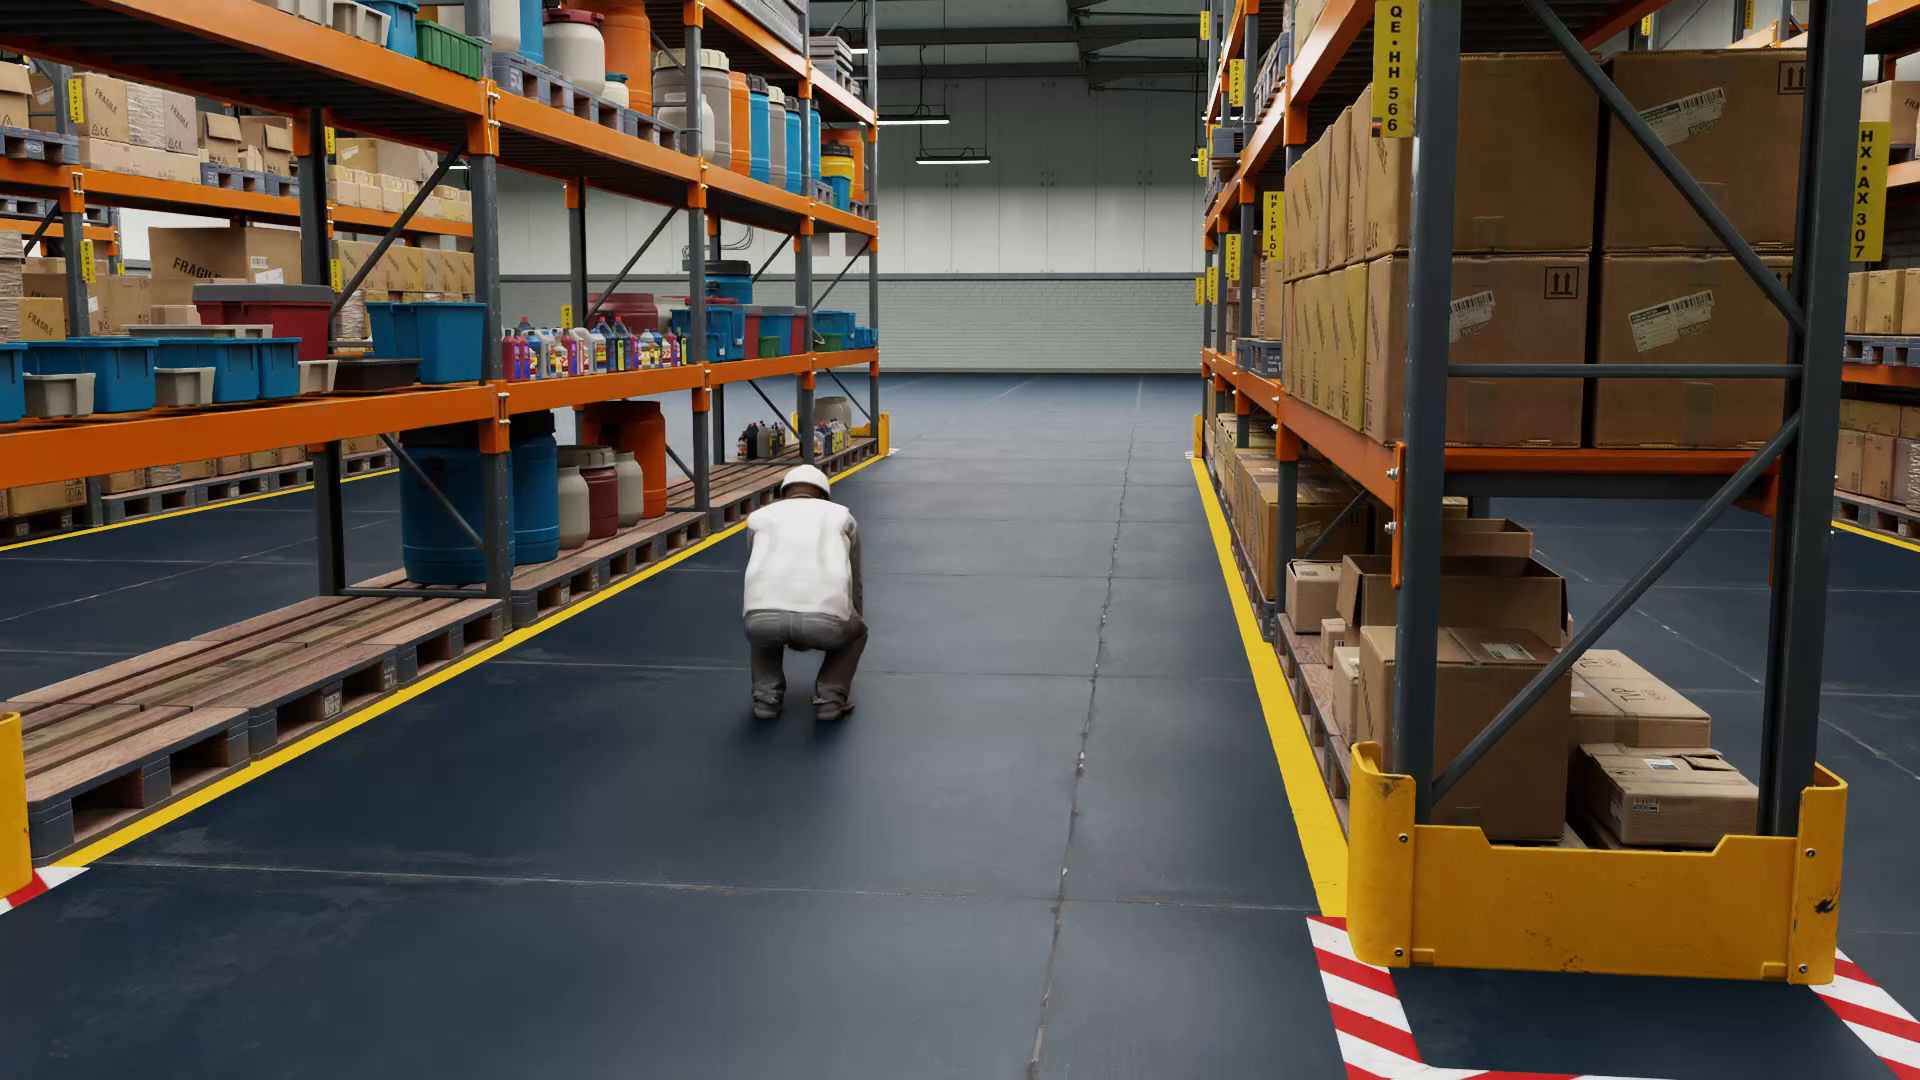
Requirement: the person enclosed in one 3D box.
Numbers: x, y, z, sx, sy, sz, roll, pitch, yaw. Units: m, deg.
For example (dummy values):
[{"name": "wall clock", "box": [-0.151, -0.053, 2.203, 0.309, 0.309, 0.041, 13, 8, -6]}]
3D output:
[{"name": "person", "box": [-0.661, 0.211, 7.057, 0.519, 1.011, 0.868, 1, 8, 5]}]
